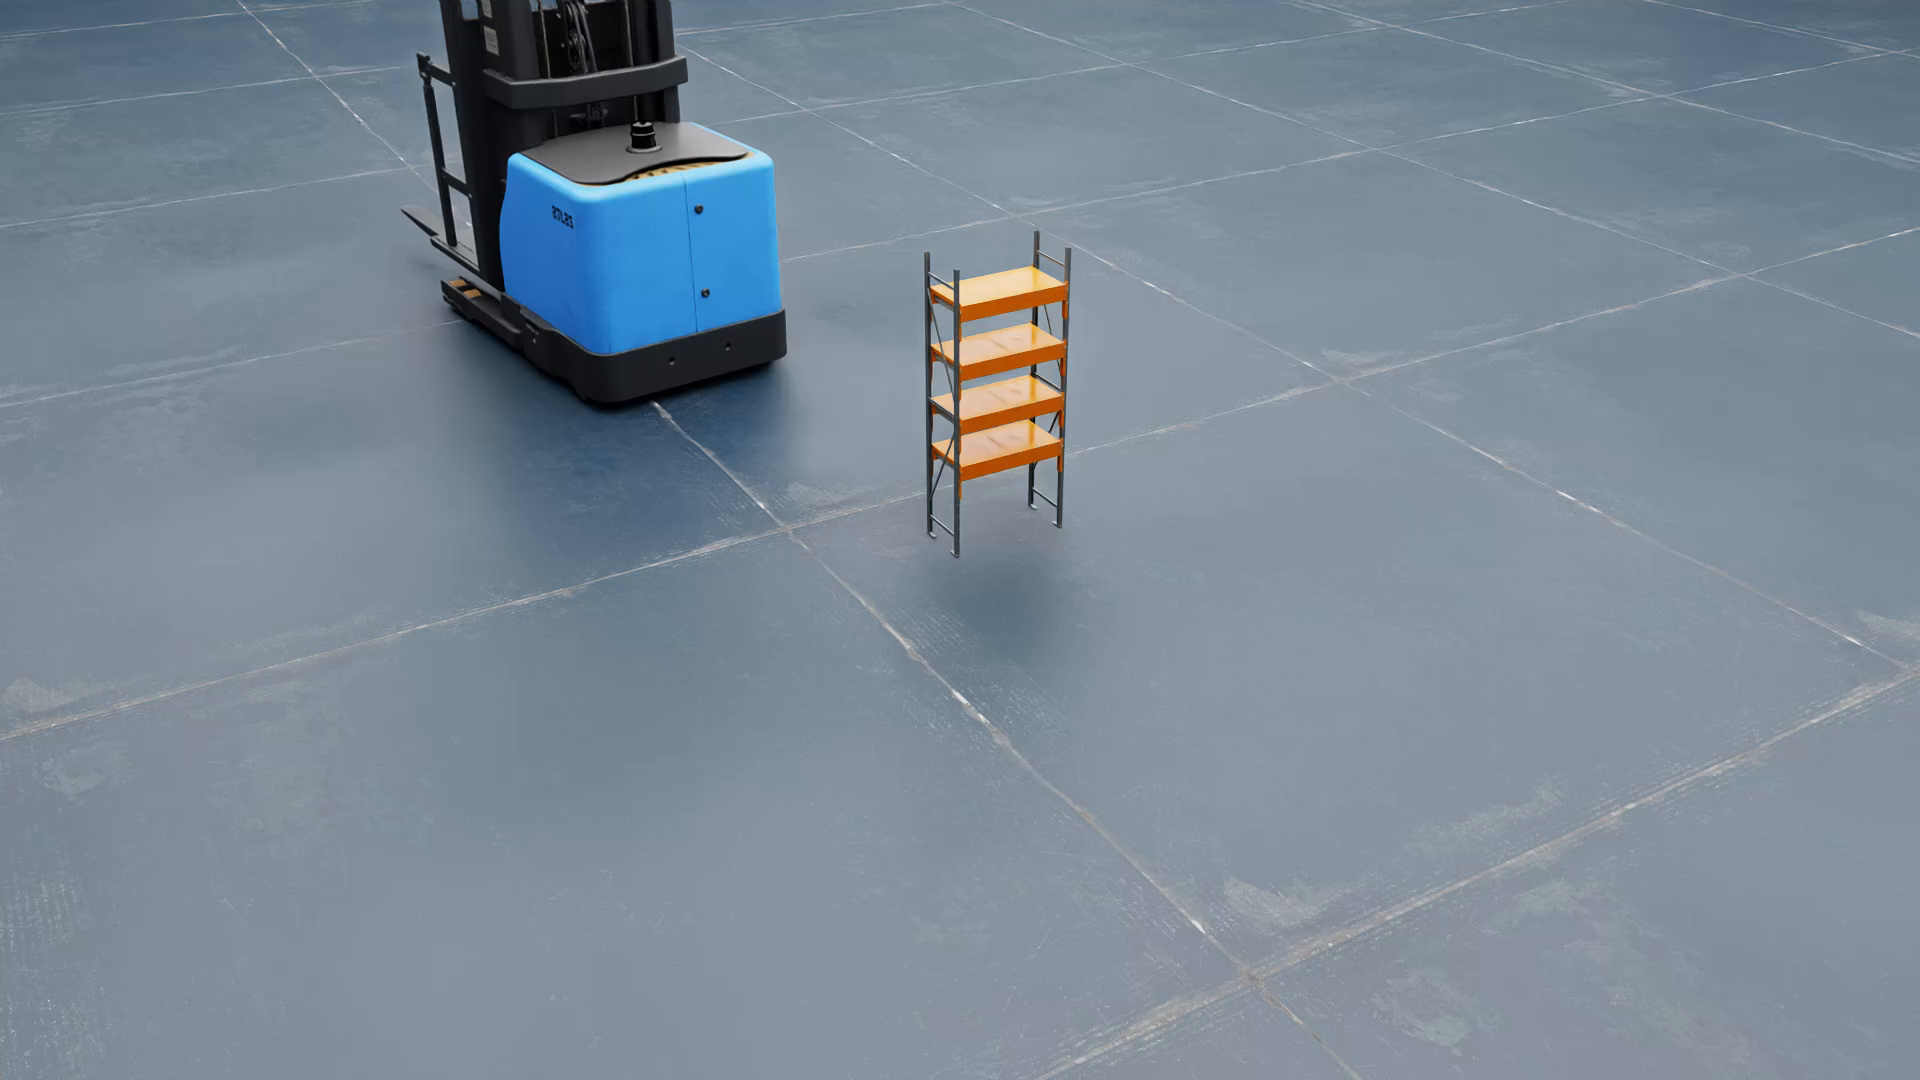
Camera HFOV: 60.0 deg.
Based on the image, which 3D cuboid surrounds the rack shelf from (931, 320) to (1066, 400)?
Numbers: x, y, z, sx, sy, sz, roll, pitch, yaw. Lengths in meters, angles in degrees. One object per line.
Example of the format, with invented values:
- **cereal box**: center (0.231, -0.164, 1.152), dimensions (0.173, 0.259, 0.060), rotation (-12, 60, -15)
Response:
- **rack shelf**: center (0.143, -0.703, 6.458), dimensions (0.480, 0.148, 0.258), rotation (-16, 33, -26)

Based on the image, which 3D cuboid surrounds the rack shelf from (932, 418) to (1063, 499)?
- **rack shelf**: center (0.143, -0.333, 6.662), dimensions (0.480, 0.148, 0.258), rotation (-16, 33, -26)

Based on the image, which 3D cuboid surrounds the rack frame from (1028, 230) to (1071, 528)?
- **rack frame**: center (0.353, -0.626, 6.642), dimensions (0.015, 1.200, 0.240), rotation (-16, 33, -26)

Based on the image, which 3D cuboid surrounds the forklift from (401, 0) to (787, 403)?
- **forklift**: center (-2.145, -2.576, 8.385), dimensions (1.130, 2.935, 3.031), rotation (-20, 35, -32)

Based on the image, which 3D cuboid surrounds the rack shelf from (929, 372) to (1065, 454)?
- **rack shelf**: center (0.143, -0.507, 6.566), dimensions (0.480, 0.148, 0.258), rotation (-16, 33, -26)

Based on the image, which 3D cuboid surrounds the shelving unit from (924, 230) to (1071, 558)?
- **shelving unit**: center (0.143, -0.566, 6.534), dimensions (0.503, 1.200, 0.258), rotation (-16, 33, -26)

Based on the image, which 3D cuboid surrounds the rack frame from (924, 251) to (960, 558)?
- **rack frame**: center (-0.068, -0.506, 6.425), dimensions (0.015, 1.200, 0.240), rotation (-16, 33, -26)

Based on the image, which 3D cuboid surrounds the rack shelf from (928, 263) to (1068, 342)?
- **rack shelf**: center (0.143, -0.910, 6.344), dimensions (0.480, 0.148, 0.258), rotation (-16, 33, -26)
